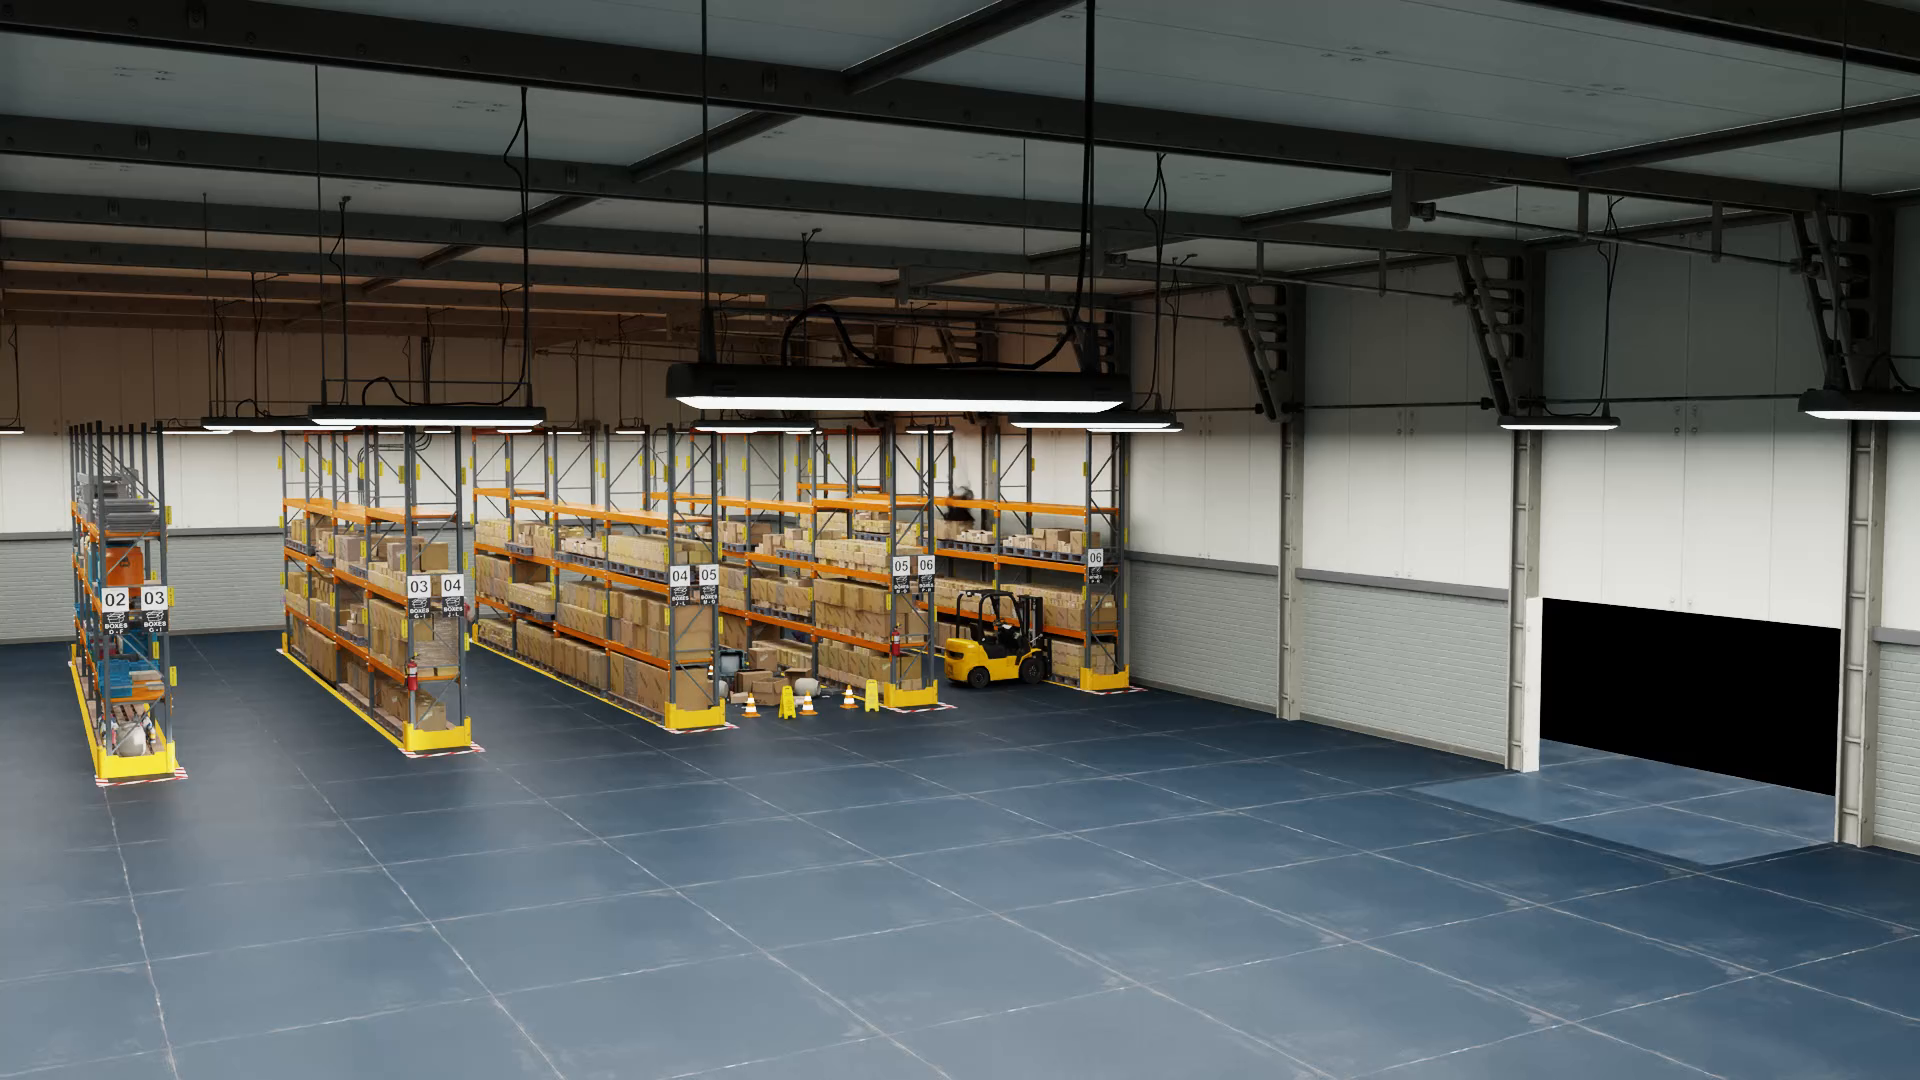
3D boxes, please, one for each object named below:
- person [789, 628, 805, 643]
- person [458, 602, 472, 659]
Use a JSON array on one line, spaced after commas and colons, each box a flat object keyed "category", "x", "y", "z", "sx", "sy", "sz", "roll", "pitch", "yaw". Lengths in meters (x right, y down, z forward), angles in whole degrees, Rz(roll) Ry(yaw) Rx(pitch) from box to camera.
[{"category": "person", "x": -4.479, "y": 2.070, "z": 46.013, "sx": 0.604, "sy": 1.610, "sz": 0.581, "roll": -2, "pitch": 4, "yaw": -34}, {"category": "person", "x": -12.983, "y": 2.213, "z": 43.195, "sx": 0.678, "sy": 1.691, "sz": 0.896, "roll": -2, "pitch": 4, "yaw": -27}]
